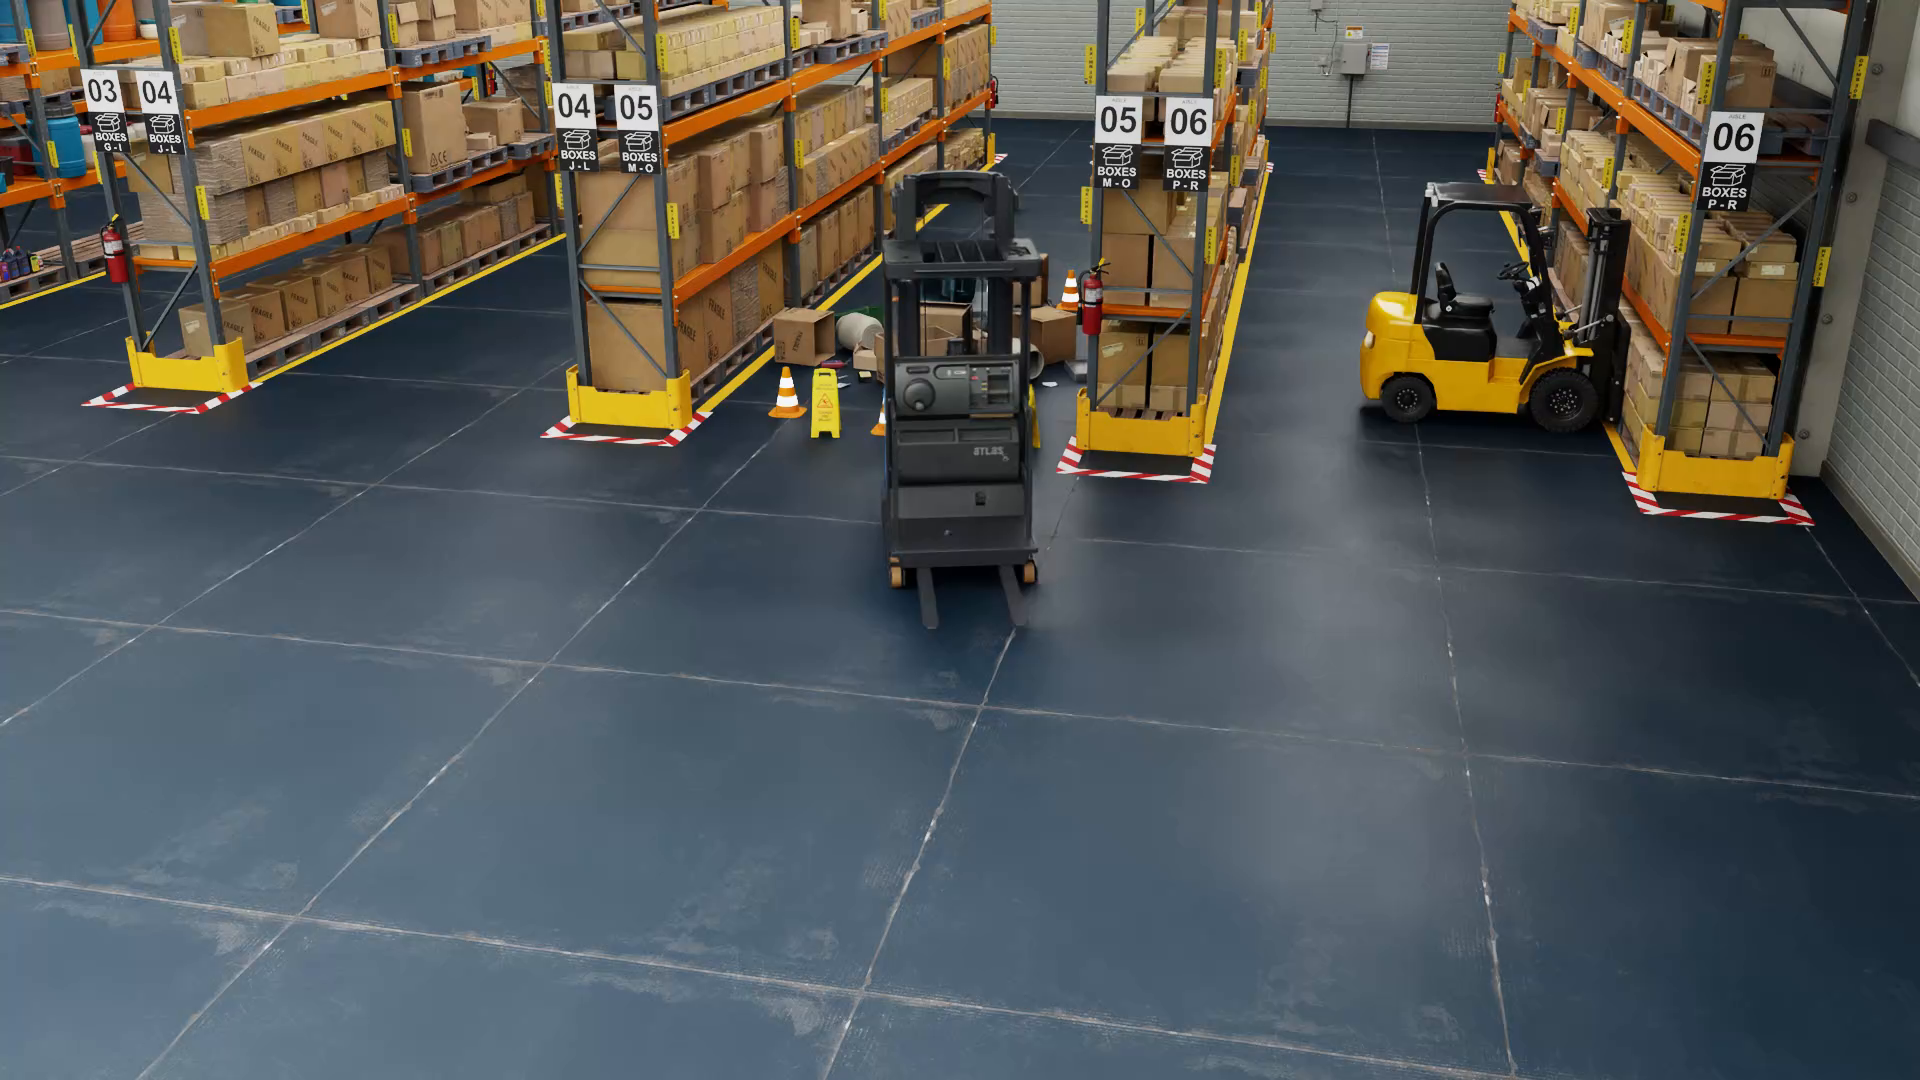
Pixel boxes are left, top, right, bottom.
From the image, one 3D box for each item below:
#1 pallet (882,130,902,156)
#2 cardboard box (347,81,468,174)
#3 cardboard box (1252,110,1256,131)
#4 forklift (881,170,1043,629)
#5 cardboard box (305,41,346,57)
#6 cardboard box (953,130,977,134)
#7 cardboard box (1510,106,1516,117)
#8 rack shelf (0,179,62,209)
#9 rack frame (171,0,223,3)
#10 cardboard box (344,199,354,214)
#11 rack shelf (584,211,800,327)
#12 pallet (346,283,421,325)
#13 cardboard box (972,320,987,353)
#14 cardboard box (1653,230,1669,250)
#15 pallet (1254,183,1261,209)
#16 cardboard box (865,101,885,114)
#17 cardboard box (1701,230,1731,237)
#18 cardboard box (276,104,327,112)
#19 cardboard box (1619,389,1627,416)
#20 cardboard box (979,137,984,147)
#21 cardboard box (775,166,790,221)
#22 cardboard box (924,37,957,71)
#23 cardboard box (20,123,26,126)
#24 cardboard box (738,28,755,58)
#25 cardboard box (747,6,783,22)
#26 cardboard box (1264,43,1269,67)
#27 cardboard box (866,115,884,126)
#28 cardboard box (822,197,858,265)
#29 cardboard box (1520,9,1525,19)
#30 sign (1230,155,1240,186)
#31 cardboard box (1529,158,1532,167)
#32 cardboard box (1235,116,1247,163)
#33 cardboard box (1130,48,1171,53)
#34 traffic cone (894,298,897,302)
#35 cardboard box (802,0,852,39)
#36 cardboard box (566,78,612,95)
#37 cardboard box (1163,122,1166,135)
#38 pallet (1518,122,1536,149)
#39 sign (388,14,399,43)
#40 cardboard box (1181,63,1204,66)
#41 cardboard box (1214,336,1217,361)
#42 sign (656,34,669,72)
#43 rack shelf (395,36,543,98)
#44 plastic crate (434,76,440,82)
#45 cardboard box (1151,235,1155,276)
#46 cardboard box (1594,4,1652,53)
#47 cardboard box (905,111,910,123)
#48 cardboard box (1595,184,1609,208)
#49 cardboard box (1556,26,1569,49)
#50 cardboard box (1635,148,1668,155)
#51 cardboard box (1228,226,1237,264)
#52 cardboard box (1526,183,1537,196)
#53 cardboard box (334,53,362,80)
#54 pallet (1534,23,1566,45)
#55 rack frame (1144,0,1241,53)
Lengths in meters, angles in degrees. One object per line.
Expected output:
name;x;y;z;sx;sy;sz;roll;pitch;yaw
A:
pallet;-1.531;-5.672;23.679;1.213;0.211;1.003;4;22;11
cardboard box;-6.924;-5.198;20.879;1.000;1.000;1.000;5;22;11
cardboard box;3.976;-6.036;23.856;0.500;0.250;0.500;5;22;12
forklift;-0.001;-1.127;12.229;1.130;2.935;3.031;-2;22;-4
cardboard box;-7.149;-5.518;18.693;0.380;0.149;0.250;4;22;9
cardboard box;0.093;-7.266;29.838;0.380;0.149;0.250;5;22;12
cardboard box;9.106;-6.920;26.856;0.380;0.149;0.250;5;22;12
rack shelf;-12.480;-3.757;19.630;1.077;0.370;4.000;4;22;11
rack frame;-11.256;-9.068;23.823;1.000;3.000;0.127;4;22;11
cardboard box;-7.272;-3.868;19.279;0.380;0.149;0.250;4;22;11
rack shelf;-2.797;-2.964;17.662;1.077;0.370;4.000;4;22;11
pallet;-7.326;-2.903;20.279;1.003;0.211;1.213;4;22;11
cardboard box;0.211;-2.287;18.676;0.258;0.266;0.396;-11;25;-26
cardboard box;6.524;-2.722;15.094;0.380;0.149;0.250;4;22;9
pallet;4.342;-5.594;26.960;1.003;0.211;1.213;4;22;11
cardboard box;-1.236;-6.099;23.461;0.380;0.149;0.250;4;22;9
cardboard box;6.408;-2.574;14.330;0.380;0.149;0.250;4;22;11
cardboard box;-7.665;-4.765;19.298;0.500;0.500;0.500;4;22;11
cardboard box;6.530;-1.328;15.754;0.500;0.250;0.500;5;22;11
cardboard box;0.232;-7.214;30.106;0.380;0.149;0.250;4;22;9
cardboard box;-2.452;-3.963;18.978;0.875;0.550;0.550;4;22;11
cardboard box;-0.335;-7.941;27.185;0.500;0.500;0.500;4;22;9
cardboard box;-15.830;-6.995;28.461;0.500;0.250;0.500;5;22;11
cardboard box;-2.445;-5.163;17.250;0.500;0.250;0.500;4;22;10
cardboard box;-2.151;-5.757;18.192;0.380;0.149;0.250;4;22;10
cardboard box;4.879;-8.020;27.779;0.500;0.500;0.500;4;22;11
cardboard box;-1.277;-5.870;23.290;0.380;0.149;0.250;5;23;13
cardboard box;-1.960;-4.108;21.987;1.050;0.750;0.750;5;22;12
cardboard box;9.086;-8.324;26.327;0.380;0.149;0.250;5;22;11
sign;3.011;-4.052;18.241;0.100;0.325;0.005;4;22;11
cardboard box;8.696;-5.597;24.752;0.380;0.149;0.250;4;22;10
cardboard box;3.277;-4.969;20.583;0.500;0.500;0.500;3;22;7
cardboard box;1.882;-4.763;16.419;0.380;0.149;0.250;4;22;10
traffic cone;-0.637;-3.228;20.750;0.336;0.463;0.334;4;22;11
cardboard box;-1.653;-6.514;20.668;0.500;0.500;0.500;4;22;11
cardboard box;-3.469;-4.230;15.467;0.380;0.149;0.250;4;22;11
cardboard box;2.013;-3.701;14.848;0.380;0.149;0.250;4;22;9
pallet;8.700;-5.865;24.158;1.003;0.211;1.213;4;22;11
sign;-6.691;-6.037;19.622;0.100;0.325;0.005;4;22;11
cardboard box;2.205;-4.252;15.149;0.380;0.149;0.250;4;22;11
cardboard box;2.413;-1.991;17.400;0.500;0.250;0.500;5;22;12
sign;-2.663;-4.356;14.863;0.100;0.325;0.005;4;22;11
rack shelf;-6.815;-6.234;21.765;1.077;0.370;4.000;4;22;11
plastic crate;-9.761;-8.486;30.682;0.298;0.136;0.250;4;22;11
cardboard box;1.609;-2.813;15.791;0.500;0.500;0.500;5;22;11
cardboard box;7.560;-5.835;18.983;0.500;0.500;0.500;5;22;12
cardboard box;-0.960;-6.299;24.753;0.380;0.149;0.250;4;22;9
cardboard box;7.188;-3.674;17.991;0.500;0.250;0.500;4;22;10
cardboard box;8.225;-6.670;22.085;0.500;0.250;0.500;4;22;11
cardboard box;8.149;-4.511;19.538;0.380;0.149;0.250;4;22;10
cardboard box;3.169;-3.922;22.032;0.950;0.372;0.625;3;22;7
cardboard box;8.552;-4.918;24.334;0.500;0.500;0.500;4;22;10
cardboard box;-7.178;-5.390;18.906;0.500;0.250;0.500;5;22;12
pallet;8.560;-6.930;22.781;1.213;0.211;1.003;4;22;11
rack frame;2.478;-6.472;17.378;1.000;3.000;0.127;4;22;11
